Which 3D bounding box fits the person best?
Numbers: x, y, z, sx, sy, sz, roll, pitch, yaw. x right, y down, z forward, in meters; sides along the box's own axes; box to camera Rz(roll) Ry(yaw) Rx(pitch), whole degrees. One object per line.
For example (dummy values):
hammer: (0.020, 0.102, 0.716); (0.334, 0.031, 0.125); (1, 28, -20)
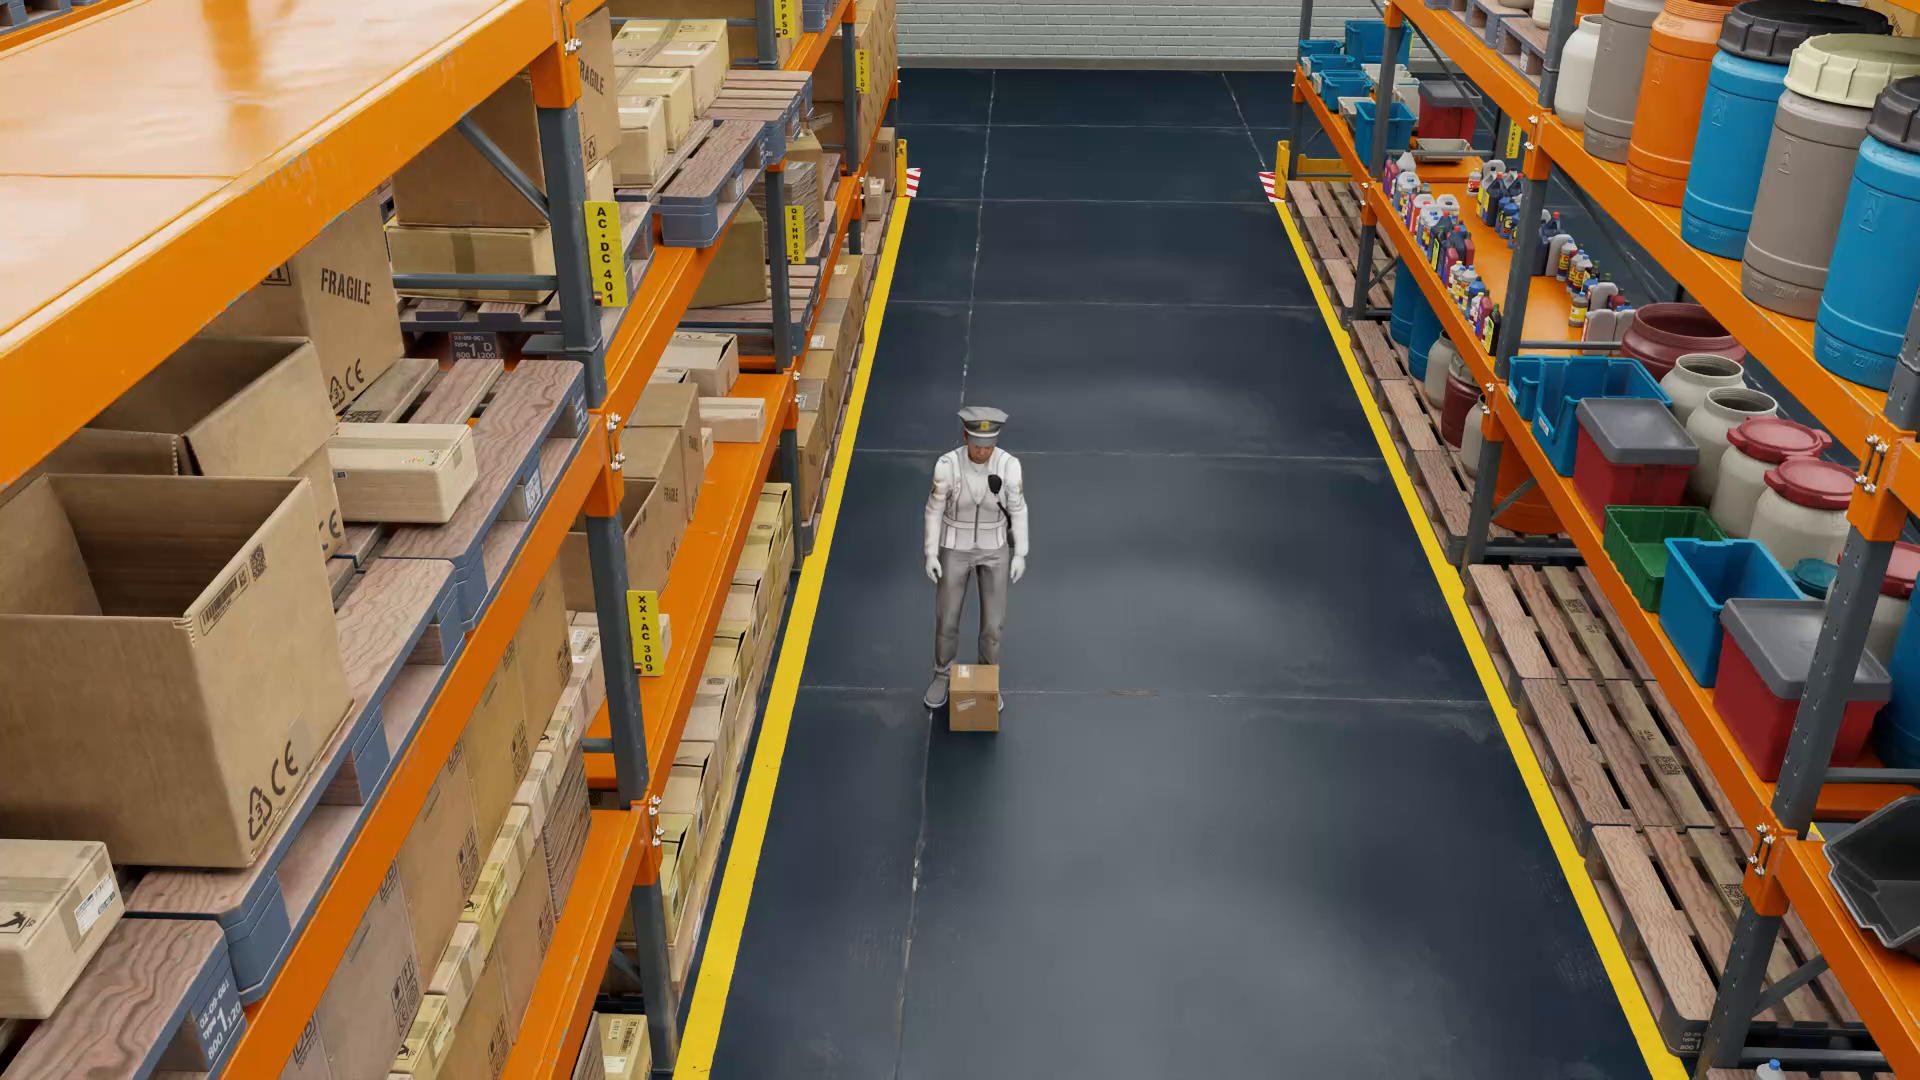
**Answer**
person: (0.080, 0.089, 8.454); (0.540, 1.661, 0.415); (-1, 28, -1)
